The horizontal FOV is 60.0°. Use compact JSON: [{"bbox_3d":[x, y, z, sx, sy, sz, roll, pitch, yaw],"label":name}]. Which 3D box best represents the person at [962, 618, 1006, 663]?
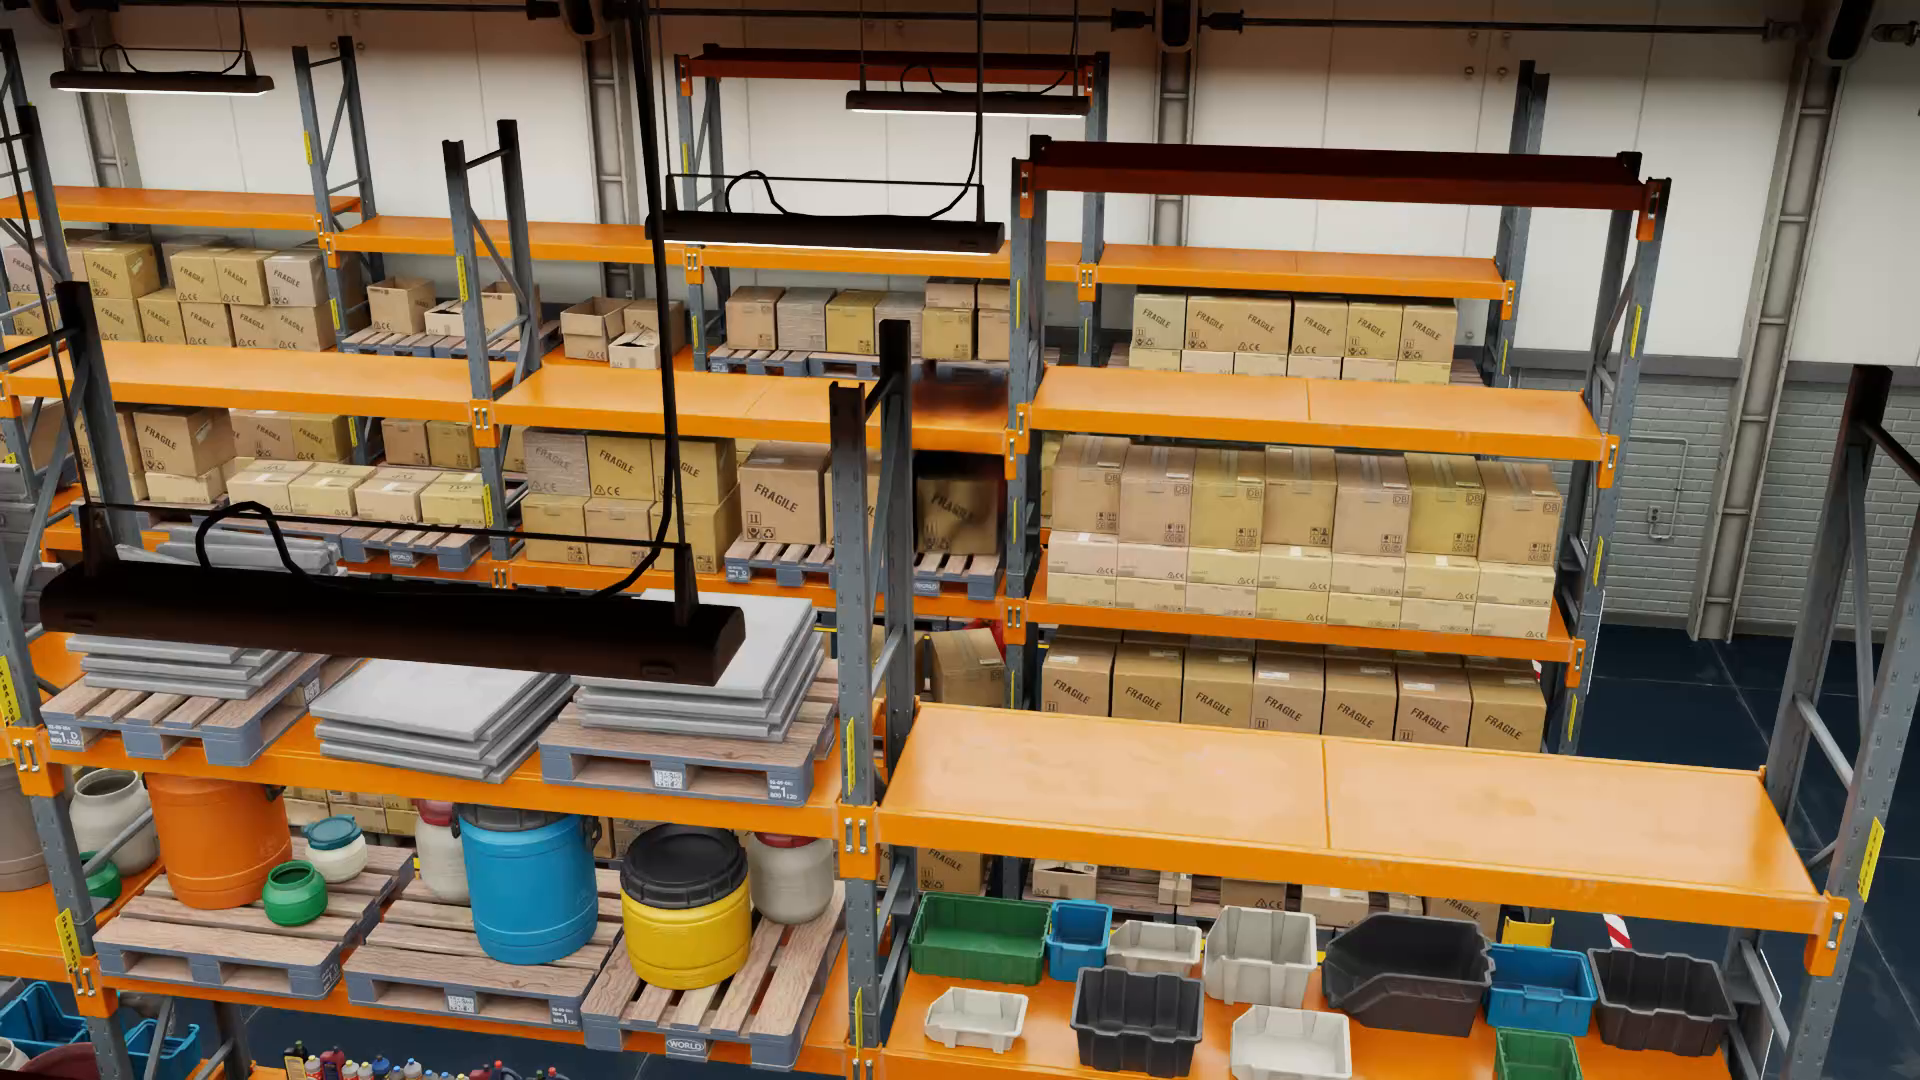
[{"bbox_3d":[0.307,1.308,14.881,0.534,1.670,0.827,-11,25,-24],"label":"person"}]

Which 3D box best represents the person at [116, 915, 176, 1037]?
[{"bbox_3d":[-5.643,2.958,11.108,0.590,1.791,0.389,4,23,9],"label":"person"}]
